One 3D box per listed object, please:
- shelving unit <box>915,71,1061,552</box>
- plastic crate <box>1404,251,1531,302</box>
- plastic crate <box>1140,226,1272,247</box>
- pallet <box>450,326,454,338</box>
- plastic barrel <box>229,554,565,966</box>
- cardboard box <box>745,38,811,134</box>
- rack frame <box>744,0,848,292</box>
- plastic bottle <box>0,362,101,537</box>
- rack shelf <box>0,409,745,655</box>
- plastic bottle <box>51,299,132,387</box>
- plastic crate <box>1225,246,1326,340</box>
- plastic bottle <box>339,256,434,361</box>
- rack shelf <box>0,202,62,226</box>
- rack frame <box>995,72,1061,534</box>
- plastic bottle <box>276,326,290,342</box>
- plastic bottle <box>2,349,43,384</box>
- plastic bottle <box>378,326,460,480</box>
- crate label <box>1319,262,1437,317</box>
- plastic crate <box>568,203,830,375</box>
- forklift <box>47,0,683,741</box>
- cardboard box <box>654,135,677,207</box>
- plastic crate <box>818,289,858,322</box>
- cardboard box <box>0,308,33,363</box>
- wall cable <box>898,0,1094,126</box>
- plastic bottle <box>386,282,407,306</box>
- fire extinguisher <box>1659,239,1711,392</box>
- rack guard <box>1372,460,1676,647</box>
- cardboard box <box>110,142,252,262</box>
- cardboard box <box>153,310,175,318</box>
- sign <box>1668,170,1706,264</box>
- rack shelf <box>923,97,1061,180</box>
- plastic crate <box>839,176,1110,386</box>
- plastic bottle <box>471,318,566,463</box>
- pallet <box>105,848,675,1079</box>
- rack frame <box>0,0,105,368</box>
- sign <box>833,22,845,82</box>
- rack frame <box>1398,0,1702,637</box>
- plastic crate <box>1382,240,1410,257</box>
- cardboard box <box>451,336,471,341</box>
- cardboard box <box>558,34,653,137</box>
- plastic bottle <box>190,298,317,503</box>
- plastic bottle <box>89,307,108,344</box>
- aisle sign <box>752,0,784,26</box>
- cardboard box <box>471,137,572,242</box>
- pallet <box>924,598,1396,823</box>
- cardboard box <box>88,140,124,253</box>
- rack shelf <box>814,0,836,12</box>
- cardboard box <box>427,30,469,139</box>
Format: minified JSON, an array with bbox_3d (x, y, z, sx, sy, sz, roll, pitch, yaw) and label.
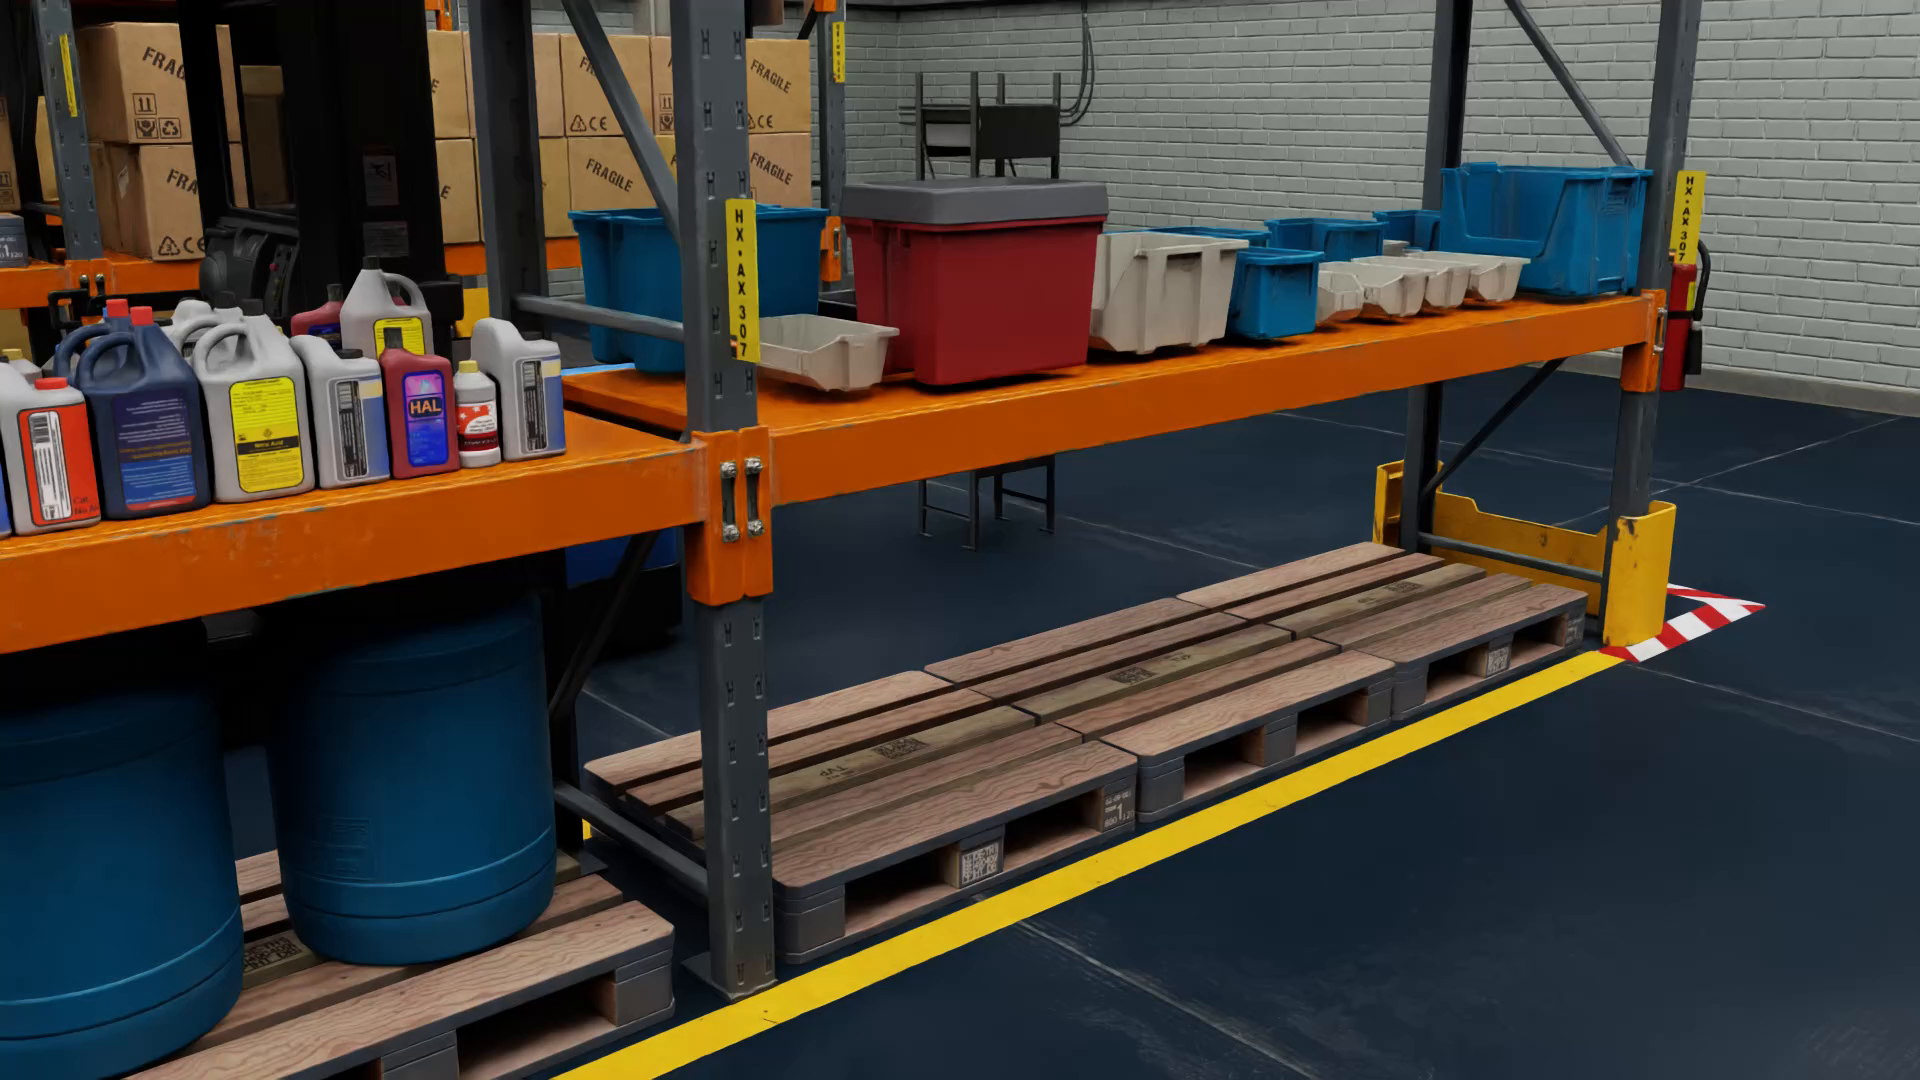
[{"bbox_3d":[0.125,-1.042,7.584,0.503,2.100,0.431,-13,19,-39],"label":"shelving unit"},{"bbox_3d":[1.722,-0.904,5.718,0.243,0.136,0.396,-13,19,-39],"label":"plastic crate"},{"bbox_3d":[0.823,-0.924,5.603,0.300,0.233,0.416,-13,19,-39],"label":"plastic crate"},{"bbox_3d":[-4.837,-1.607,13.357,1.213,0.211,1.003,-13,19,-39],"label":"pallet"},{"bbox_3d":[-1.221,0.401,3.688,0.708,0.901,0.600,-13,19,-39],"label":"plastic barrel"},{"bbox_3d":[-1.186,-2.544,9.329,0.500,0.500,0.500,-13,20,-40],"label":"cardboard box"},{"bbox_3d":[-1.030,-2.141,9.953,0.127,3.000,1.000,-13,19,-39],"label":"rack frame"},{"bbox_3d":[-1.540,-0.162,2.783,0.135,0.276,0.152,-13,19,-39],"label":"plastic bottle"},{"bbox_3d":[-2.308,0.188,2.628,4.000,0.370,1.077,-13,19,-39],"label":"rack shelf"},{"bbox_3d":[-1.512,-0.252,2.977,0.185,0.351,0.144,-13,19,-39],"label":"plastic bottle"},{"bbox_3d":[0.837,-0.726,4.865,0.300,0.233,0.416,-13,19,-39],"label":"plastic crate"},{"bbox_3d":[-1.308,-0.471,3.798,0.185,0.351,0.144,-13,19,-39],"label":"plastic bottle"},{"bbox_3d":[-5.794,-2.419,12.386,4.000,0.370,1.077,-13,19,-39],"label":"rack shelf"},{"bbox_3d":[0.309,-1.084,7.739,0.015,2.100,0.400,-13,19,-39],"label":"rack frame"},{"bbox_3d":[-1.532,-0.378,3.737,0.097,0.201,0.097,0,15,0],"label":"plastic bottle"},{"bbox_3d":[-1.927,-0.289,3.405,0.097,0.201,0.097,0,15,0],"label":"plastic bottle"},{"bbox_3d":[-1.029,-0.264,3.154,0.133,0.283,0.061,-13,19,-39],"label":"plastic bottle"},{"bbox_3d":[1.300,-0.806,5.350,0.243,0.136,0.396,-13,19,-39],"label":"crate label"},{"bbox_3d":[-0.671,-0.665,4.343,0.575,0.384,0.392,-13,19,-39],"label":"plastic crate"},{"bbox_3d":[-2.518,-0.894,5.417,3.031,2.935,1.130,-12,19,-37],"label":"forklift"},{"bbox_3d":[-1.579,-1.972,9.126,0.500,0.500,0.500,-12,19,-39],"label":"cardboard box"},{"bbox_3d":[-0.131,-0.637,4.737,0.590,0.125,0.437,-13,19,-39],"label":"plastic crate"},{"bbox_3d":[-6.671,-1.529,11.692,0.500,0.500,0.700,-12,19,-39],"label":"cardboard box"},{"bbox_3d":[0.216,-5.392,16.514,0.112,2.526,3.097,-13,19,-39],"label":"wall cable"},{"bbox_3d":[-1.356,-0.463,3.897,0.133,0.283,0.061,-13,19,-39],"label":"plastic bottle"},{"bbox_3d":[2.630,-0.896,6.163,0.183,0.674,0.296,-13,19,-39],"label":"fire extinguisher"},{"bbox_3d":[2.228,0.025,6.688,0.348,0.500,1.175,-13,19,-39],"label":"rack guard"},{"bbox_3d":[-3.485,-1.545,7.528,0.500,0.500,0.500,-12,19,-38],"label":"cardboard box"},{"bbox_3d":[-5.901,-1.700,12.333,0.500,0.500,0.700,-12,19,-38],"label":"cardboard box"},{"bbox_3d":[2.592,-1.151,5.929,0.005,0.325,0.100,-13,19,-39],"label":"sign"},{"bbox_3d":[0.125,-1.706,7.407,0.480,0.518,0.431,-13,19,-39],"label":"rack shelf"},{"bbox_3d":[0.039,-0.661,4.171,0.583,0.464,0.402,-13,19,-39],"label":"plastic crate"},{"bbox_3d":[-0.884,-0.309,3.334,0.135,0.276,0.152,-13,19,-39],"label":"plastic bottle"},{"bbox_3d":[-1.409,0.971,3.705,1.213,0.211,1.003,-13,19,-39],"label":"pallet"},{"bbox_3d":[-4.048,-1.464,7.417,0.127,3.000,1.000,-13,19,-39],"label":"rack frame"},{"bbox_3d":[-0.681,-2.742,9.346,0.005,0.325,0.100,-13,19,-39],"label":"sign"},{"bbox_3d":[2.218,-1.176,6.341,0.127,3.000,1.000,-13,19,-39],"label":"rack frame"},{"bbox_3d":[1.520,-1.062,6.307,0.298,0.136,0.250,-13,19,-39],"label":"plastic crate"},{"bbox_3d":[-2.634,-0.789,8.877,0.637,0.503,0.797,-13,19,-39],"label":"cardboard box"},{"bbox_3d":[-1.954,-2.369,8.675,0.500,0.500,0.500,-12,19,-38],"label":"cardboard box"},{"bbox_3d":[-1.278,-0.255,2.989,0.185,0.351,0.144,-13,19,-39],"label":"plastic bottle"},{"bbox_3d":[-1.780,-0.356,3.519,0.097,0.271,0.097,0,15,0],"label":"plastic bottle"},{"bbox_3d":[-1.172,-3.466,9.875,0.004,0.787,0.394,-13,19,-39],"label":"aisle sign"},{"bbox_3d":[-2.339,-1.803,8.495,0.500,0.500,0.500,-13,20,-40],"label":"cardboard box"},{"bbox_3d":[0.651,0.509,5.436,1.213,0.211,1.003,-13,19,-39],"label":"pallet"},{"bbox_3d":[-3.839,-1.646,7.908,0.500,0.500,0.500,-12,19,-38],"label":"cardboard box"},{"bbox_3d":[-2.539,-2.904,8.391,4.000,0.370,1.077,-13,19,-39],"label":"rack shelf"},{"bbox_3d":[-2.731,-2.194,8.022,0.500,0.500,0.500,-13,20,-41],"label":"cardboard box"}]
